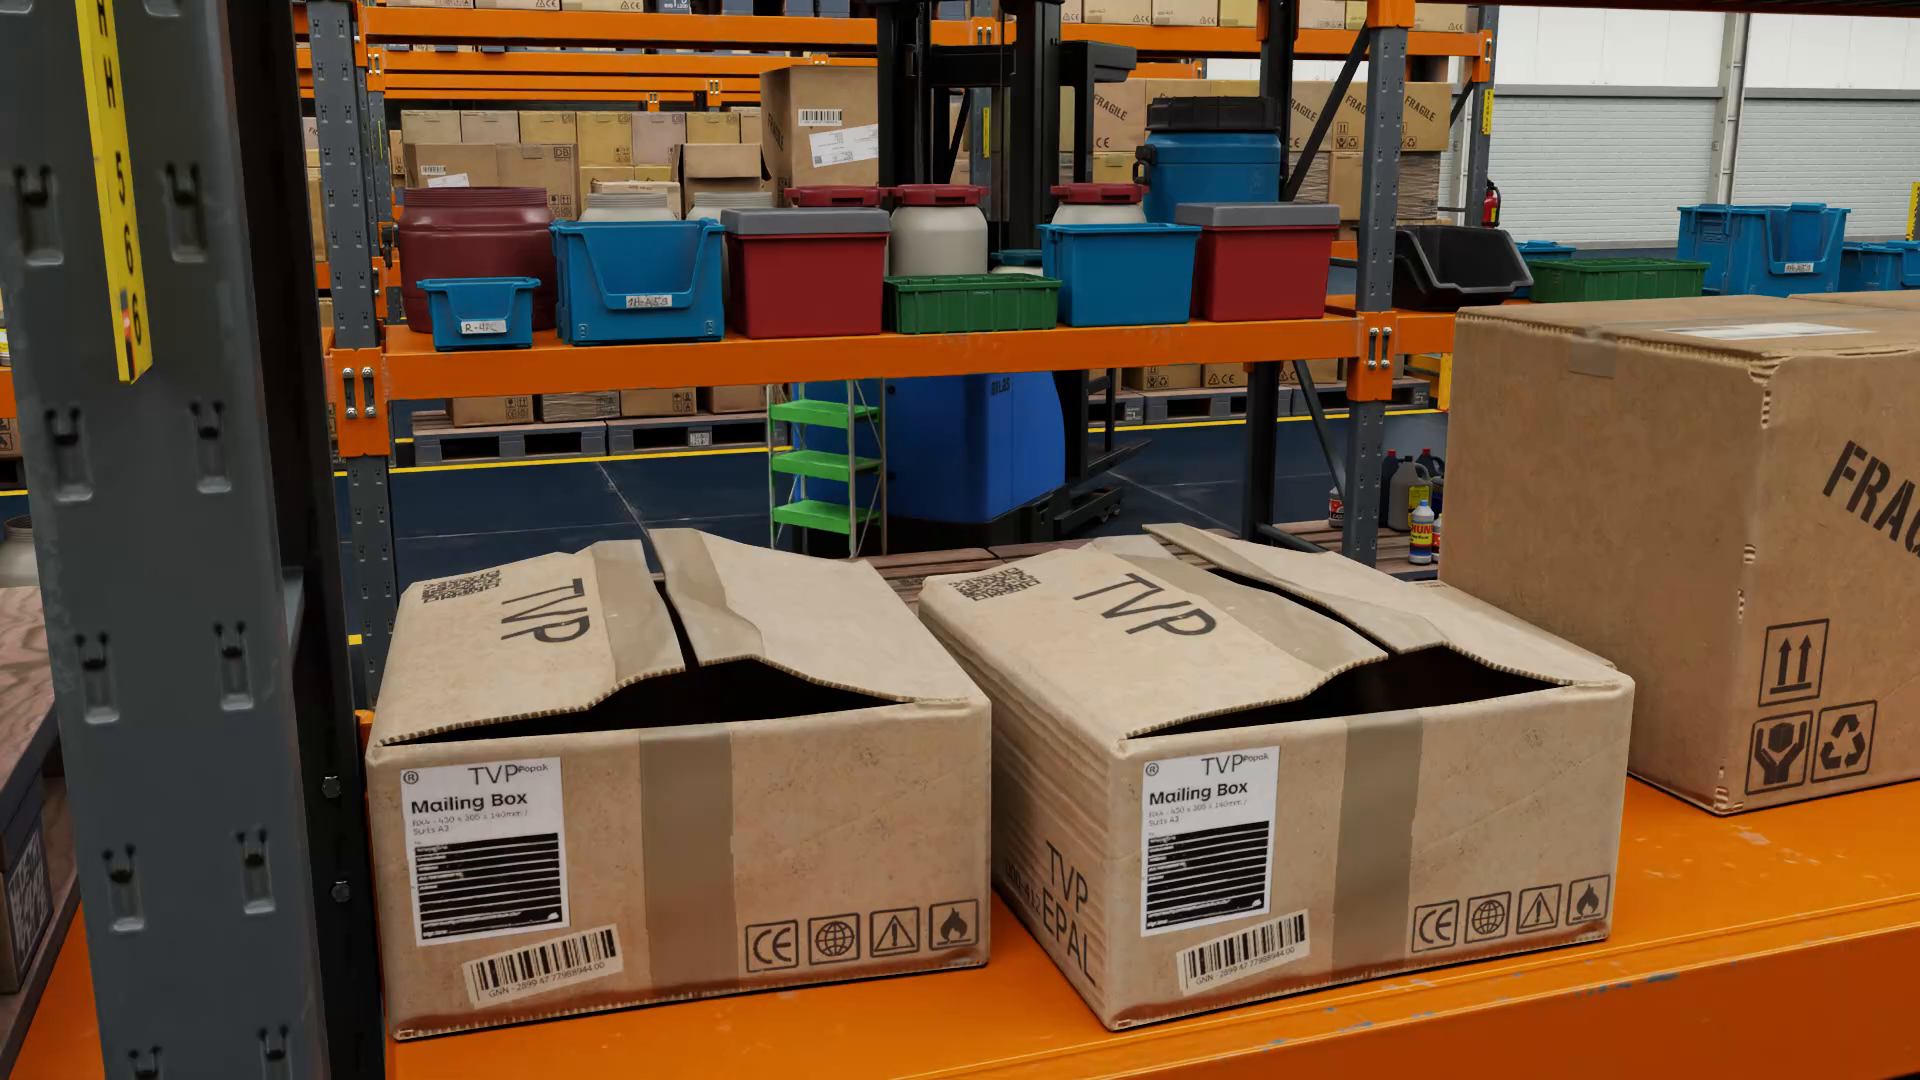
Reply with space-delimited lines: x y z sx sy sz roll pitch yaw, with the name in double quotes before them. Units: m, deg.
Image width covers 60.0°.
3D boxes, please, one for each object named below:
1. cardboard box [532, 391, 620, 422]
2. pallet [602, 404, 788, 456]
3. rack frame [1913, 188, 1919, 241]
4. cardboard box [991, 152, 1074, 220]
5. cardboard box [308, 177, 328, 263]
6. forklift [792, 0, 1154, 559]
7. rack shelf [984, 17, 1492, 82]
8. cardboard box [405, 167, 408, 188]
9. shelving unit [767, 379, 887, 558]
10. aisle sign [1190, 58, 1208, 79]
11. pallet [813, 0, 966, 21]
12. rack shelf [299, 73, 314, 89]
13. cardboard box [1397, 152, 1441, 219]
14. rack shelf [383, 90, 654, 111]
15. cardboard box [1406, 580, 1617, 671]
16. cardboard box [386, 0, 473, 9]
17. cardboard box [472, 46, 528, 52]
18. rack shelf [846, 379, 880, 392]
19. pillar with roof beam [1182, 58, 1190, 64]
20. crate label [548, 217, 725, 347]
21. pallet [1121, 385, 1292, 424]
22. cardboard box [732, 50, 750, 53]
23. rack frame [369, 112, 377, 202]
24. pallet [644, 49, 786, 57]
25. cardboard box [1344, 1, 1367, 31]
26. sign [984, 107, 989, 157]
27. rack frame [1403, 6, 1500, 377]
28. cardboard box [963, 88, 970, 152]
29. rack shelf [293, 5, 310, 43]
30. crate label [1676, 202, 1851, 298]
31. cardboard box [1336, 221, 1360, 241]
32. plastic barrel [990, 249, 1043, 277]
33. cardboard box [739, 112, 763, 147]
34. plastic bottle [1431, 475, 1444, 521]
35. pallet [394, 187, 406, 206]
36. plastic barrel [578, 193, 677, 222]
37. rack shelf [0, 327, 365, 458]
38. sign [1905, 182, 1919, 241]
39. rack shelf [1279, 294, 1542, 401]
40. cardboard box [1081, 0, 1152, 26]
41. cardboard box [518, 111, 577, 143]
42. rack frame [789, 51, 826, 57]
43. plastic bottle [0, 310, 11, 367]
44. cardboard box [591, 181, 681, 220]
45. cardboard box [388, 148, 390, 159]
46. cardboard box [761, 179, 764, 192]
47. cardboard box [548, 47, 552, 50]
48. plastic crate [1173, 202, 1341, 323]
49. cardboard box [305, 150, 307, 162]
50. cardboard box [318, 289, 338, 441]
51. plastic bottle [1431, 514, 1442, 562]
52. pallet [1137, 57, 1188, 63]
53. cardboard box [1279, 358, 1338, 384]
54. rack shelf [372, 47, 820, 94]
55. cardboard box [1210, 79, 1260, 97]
"cardboard box" -2.642 -1.112 11.288 0.500 0.500 0.700 -6 15 -23
"pallet" -1.897 -0.807 11.578 1.213 0.211 1.003 -4 14 -18
"rack frame" 5.369 -1.521 8.555 0.127 3.000 1.000 -4 14 -18
"cardboard box" 0.445 -2.525 11.917 0.500 0.500 0.875 -4 14 -18
"cardboard box" -4.181 -1.975 10.247 0.500 0.500 0.500 -4 14 -16
"forklift" 0.263 -1.557 8.856 1.130 2.935 3.031 6 15 24
"rack shelf" 1.894 -3.569 12.238 4.000 0.370 1.077 -4 14 -18
"cardboard box" -4.767 -3.135 15.123 0.500 0.500 0.500 -4 14 -17
"shelving unit" -0.610 -0.373 7.614 0.503 1.200 0.258 10 16 36
"aisle sign" 2.466 -4.907 17.171 0.004 0.787 0.394 -4 14 -18
"pallet" -0.621 -3.658 11.462 1.003 0.211 1.213 -4 14 -18
"rack shelf" -8.849 -5.152 18.893 4.000 0.370 1.077 -4 14 -18
"cardboard box" 3.260 -2.766 12.931 0.500 0.500 0.875 -4 14 -18
"rack shelf" -6.644 -6.536 24.710 4.000 0.370 1.077 -4 14 -18
"cardboard box" 0.554 0.172 1.981 0.250 0.149 0.380 -3 14 -14
"cardboard box" -3.266 -3.382 10.221 0.500 0.250 0.500 -4 14 -17
"cardboard box" -5.517 -5.819 19.918 0.637 0.503 0.797 -4 14 -18
"rack shelf" -0.610 -0.778 7.519 0.480 0.148 0.258 10 16 36
"pillar with roof beam" 5.155 -8.433 24.648 0.400 9.000 9.100 -4 14 -18
"crate label" -1.185 -0.962 6.128 0.616 0.435 0.502 -4 14 -18
"pallet" 1.782 -1.104 12.827 1.213 0.211 1.003 -4 14 -18
"cardboard box" -2.658 -5.989 20.538 0.500 0.250 0.500 -5 14 -19
"rack frame" -6.953 -4.190 19.777 0.127 3.000 1.000 -4 14 -18
"pallet" -2.341 -4.695 15.831 1.217 0.209 0.805 -5 14 -20
"cardboard box" 2.941 -3.865 12.251 0.500 0.250 0.500 -4 14 -18
"sign" 0.179 -2.754 11.236 0.005 0.325 0.100 -4 14 -18
"rack frame" 3.790 -2.607 13.122 0.127 3.000 1.000 -4 14 -18
"cardboard box" 0.337 -3.085 12.113 0.500 0.500 0.500 -4 14 -18
"rack shelf" -5.688 -2.979 9.755 4.000 0.370 1.077 -4 14 -18
"crate label" 3.711 -1.343 7.731 0.616 0.435 0.502 -4 14 -18
"cardboard box" 2.886 -2.356 12.607 0.250 0.149 0.380 -4 14 -18
"plastic barrel" 0.275 -1.094 7.061 0.301 0.262 0.301 0 13 0
"cardboard box" -1.956 -3.904 16.199 0.500 0.500 0.700 -5 14 -19
"plastic bottle" 2.350 -0.209 7.975 0.135 0.276 0.152 -4 14 -18
"pallet" -6.312 -4.173 20.119 1.003 0.211 1.213 -4 14 -18
"plastic barrel" -1.306 -1.108 6.576 0.421 0.512 0.421 0 13 0
"rack shelf" -4.108 -0.433 5.536 4.000 0.370 1.077 -4 14 -18
"sign" 5.198 -1.777 9.032 0.005 0.325 0.100 -4 14 -18
"rack shelf" 3.474 -1.023 8.018 4.000 0.370 1.077 -4 14 -18
"cardboard box" 1.007 -3.716 11.623 0.500 0.250 0.500 -5 14 -19
"cardboard box" -3.886 -3.754 15.567 0.500 0.500 0.700 -5 14 -19
"rack frame" -1.488 -3.407 16.486 0.127 3.000 1.000 -4 14 -18
"plastic bottle" -3.071 -0.667 5.396 0.097 0.201 0.097 0 13 0
"cardboard box" -2.131 -2.221 10.916 0.500 0.250 0.500 -5 14 -20
"cardboard box" -8.144 -5.602 24.094 0.250 0.149 0.380 -4 14 -16
"cardboard box" -1.897 -3.359 16.066 0.500 0.500 0.500 -5 14 -18
"cardboard box" -4.794 -6.041 20.494 0.500 0.250 0.500 -5 14 -19
"plastic crate" 1.217 -1.154 6.874 0.583 0.464 0.402 -4 14 -18
"cardboard box" -5.836 -3.329 14.505 0.250 0.149 0.380 -5 14 -19
"cardboard box" -4.453 -1.141 10.642 0.875 0.875 1.225 -5 14 -21
"plastic bottle" 2.116 -0.013 7.313 0.097 0.201 0.097 0 13 0
"pallet" 1.604 -5.062 17.150 1.213 0.211 1.003 -4 14 -18
"cardboard box" 2.637 -1.501 12.967 0.500 0.500 0.500 -1 13 -3
"rack shelf" -3.383 -4.369 15.601 4.000 0.370 1.077 -4 14 -18
"cardboard box" 1.924 -3.083 12.101 0.500 0.500 0.500 -4 14 -18
